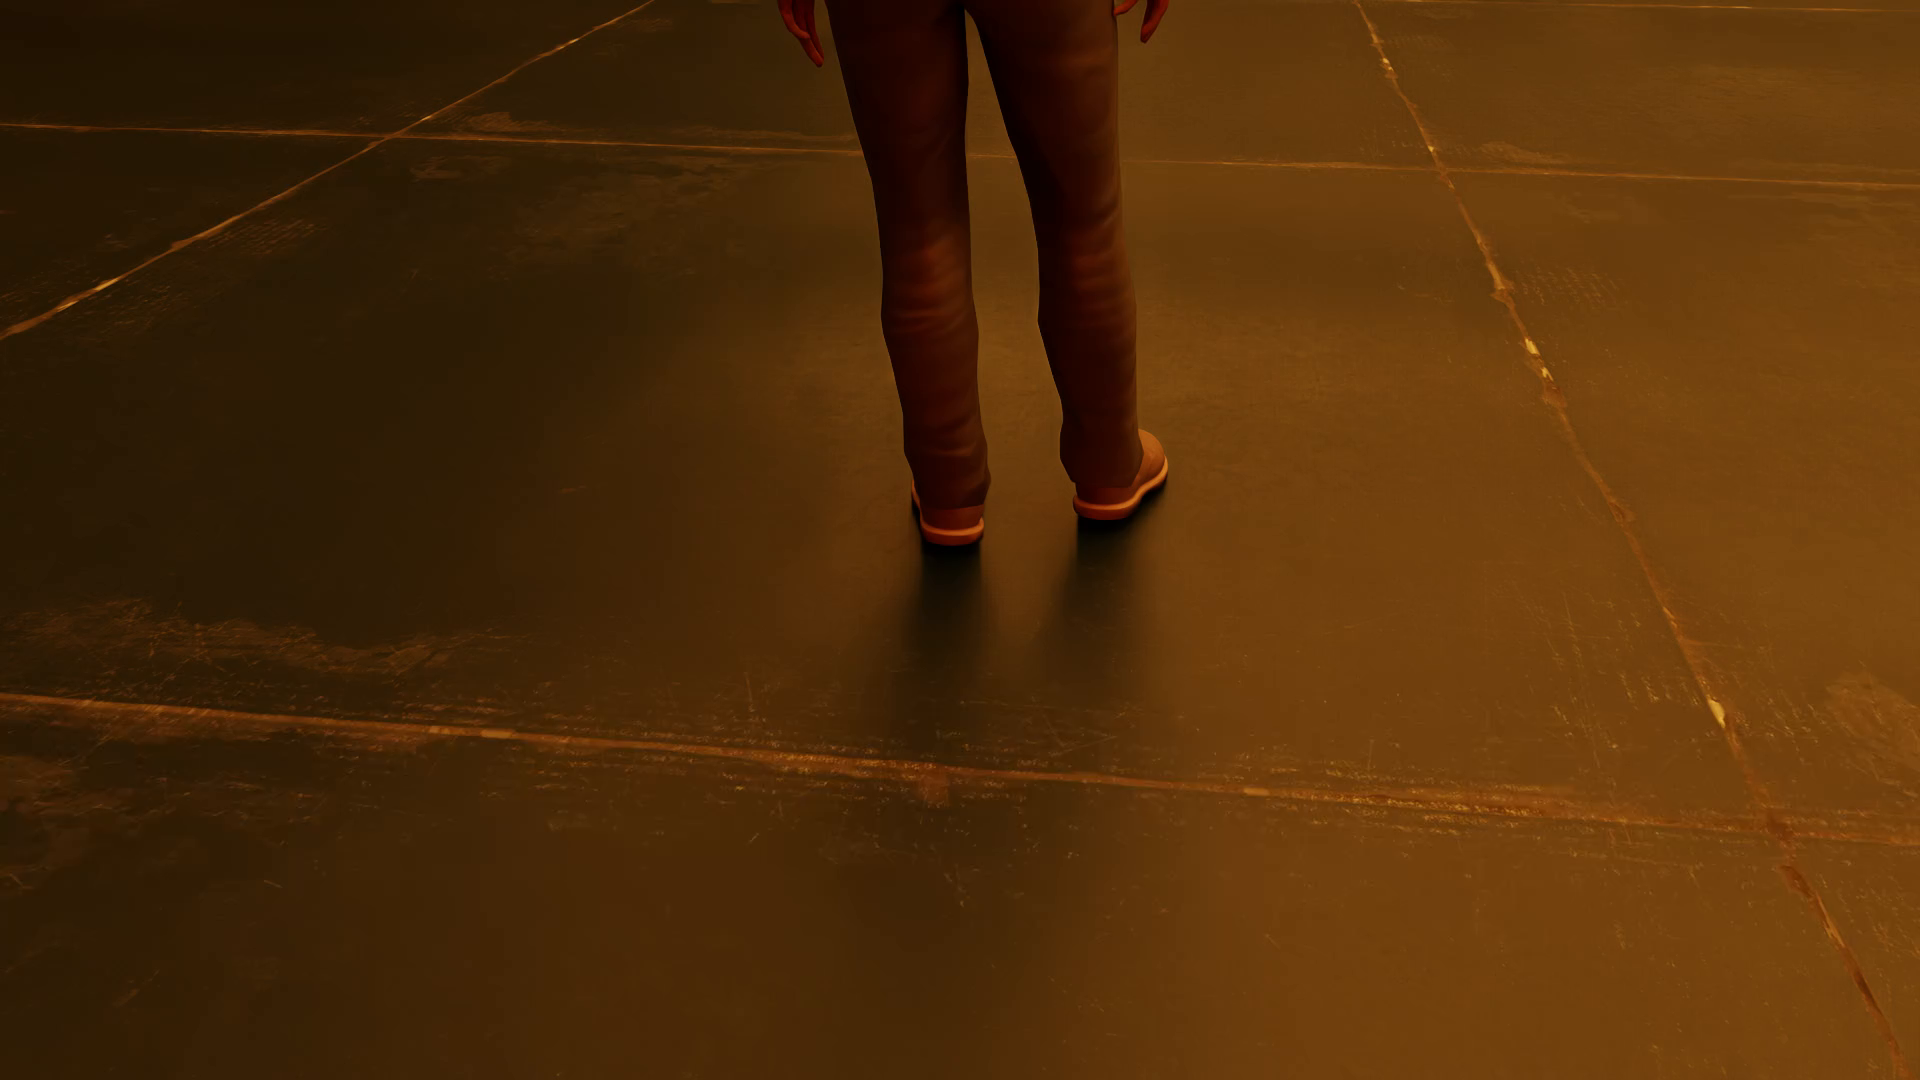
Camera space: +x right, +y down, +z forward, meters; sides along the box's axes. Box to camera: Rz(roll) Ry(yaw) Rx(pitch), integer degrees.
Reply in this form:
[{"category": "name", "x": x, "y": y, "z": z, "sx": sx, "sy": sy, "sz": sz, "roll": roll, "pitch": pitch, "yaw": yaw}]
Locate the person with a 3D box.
[{"category": "person", "x": 0.031, "y": -0.784, "z": 2.203, "sx": 0.570, "sy": 1.654, "sz": 0.504, "roll": 3, "pitch": 27, "yaw": 7}]
